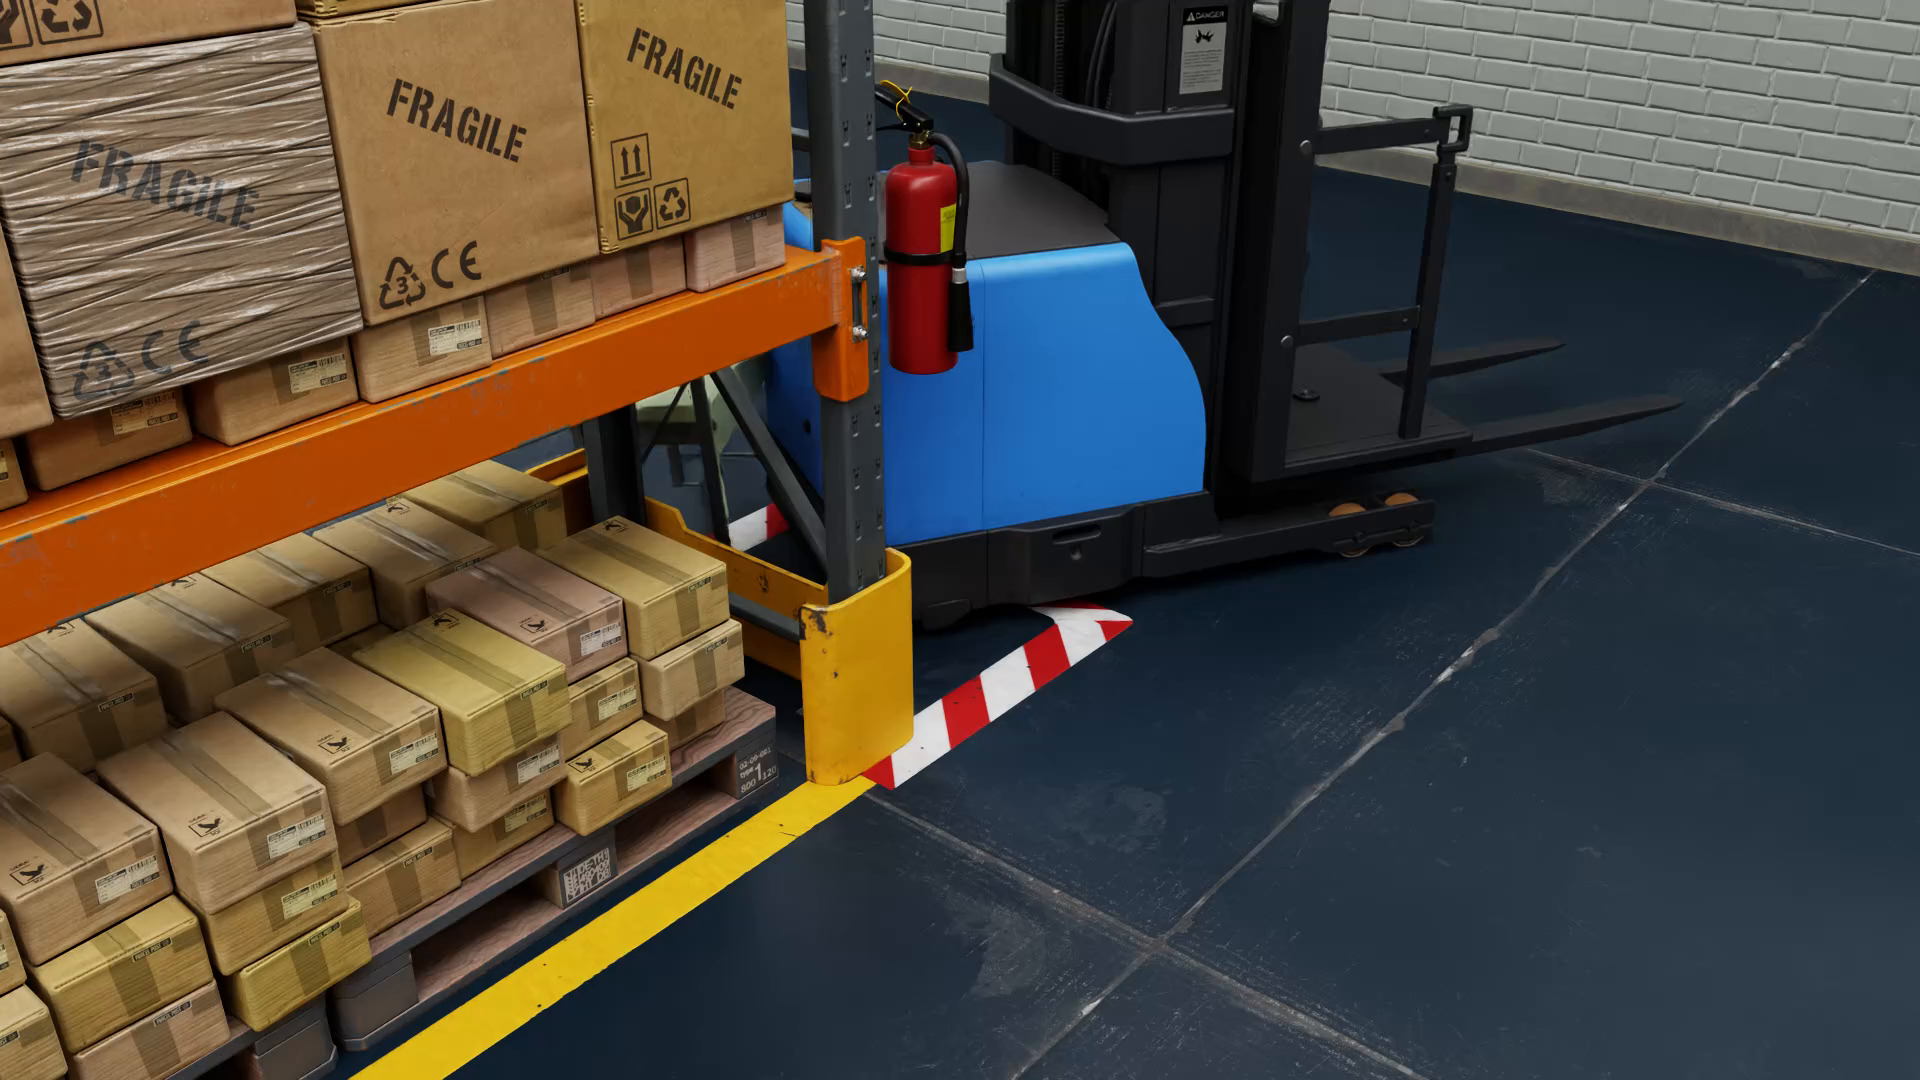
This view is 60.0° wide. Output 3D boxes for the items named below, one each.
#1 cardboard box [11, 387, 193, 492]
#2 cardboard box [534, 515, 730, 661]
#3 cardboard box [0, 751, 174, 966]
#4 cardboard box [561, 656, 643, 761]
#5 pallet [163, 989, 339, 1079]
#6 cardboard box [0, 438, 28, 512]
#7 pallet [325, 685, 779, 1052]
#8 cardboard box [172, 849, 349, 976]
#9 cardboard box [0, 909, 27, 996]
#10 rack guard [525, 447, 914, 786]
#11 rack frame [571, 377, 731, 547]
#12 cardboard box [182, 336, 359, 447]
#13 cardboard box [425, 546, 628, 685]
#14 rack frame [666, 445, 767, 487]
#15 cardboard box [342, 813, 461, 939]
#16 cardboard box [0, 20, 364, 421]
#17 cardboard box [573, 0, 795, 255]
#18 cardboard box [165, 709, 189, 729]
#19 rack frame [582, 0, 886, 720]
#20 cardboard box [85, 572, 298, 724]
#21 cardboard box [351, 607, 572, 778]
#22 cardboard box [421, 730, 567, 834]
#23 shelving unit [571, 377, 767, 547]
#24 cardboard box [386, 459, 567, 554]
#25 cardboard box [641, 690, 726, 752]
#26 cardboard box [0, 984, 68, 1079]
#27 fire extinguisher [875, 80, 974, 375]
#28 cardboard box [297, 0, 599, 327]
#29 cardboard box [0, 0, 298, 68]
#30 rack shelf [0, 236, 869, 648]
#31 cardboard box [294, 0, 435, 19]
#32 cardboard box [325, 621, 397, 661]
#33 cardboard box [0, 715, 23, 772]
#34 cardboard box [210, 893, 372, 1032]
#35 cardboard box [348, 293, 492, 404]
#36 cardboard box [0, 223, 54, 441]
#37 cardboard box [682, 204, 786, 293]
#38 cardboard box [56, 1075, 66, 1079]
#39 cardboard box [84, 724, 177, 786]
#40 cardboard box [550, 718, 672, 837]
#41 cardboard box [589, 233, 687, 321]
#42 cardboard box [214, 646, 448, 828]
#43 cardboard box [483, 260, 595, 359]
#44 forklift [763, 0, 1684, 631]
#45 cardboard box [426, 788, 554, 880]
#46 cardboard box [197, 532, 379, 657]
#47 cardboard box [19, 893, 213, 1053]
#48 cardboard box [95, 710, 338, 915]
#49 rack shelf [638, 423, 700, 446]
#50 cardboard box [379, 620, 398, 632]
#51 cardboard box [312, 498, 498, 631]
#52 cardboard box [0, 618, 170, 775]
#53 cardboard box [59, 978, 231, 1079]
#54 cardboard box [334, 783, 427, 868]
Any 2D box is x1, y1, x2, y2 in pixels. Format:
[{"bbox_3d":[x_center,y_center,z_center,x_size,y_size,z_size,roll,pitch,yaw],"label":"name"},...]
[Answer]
[{"bbox_3d":[-1.481,-0.234,2.710,0.380,0.149,0.250,19,33,32],"label":"cardboard box"},{"bbox_3d":[-0.746,0.103,3.785,0.380,0.149,0.250,21,34,35],"label":"cardboard box"},{"bbox_3d":[-1.611,0.550,2.920,0.380,0.149,0.250,19,33,33],"label":"cardboard box"},{"bbox_3d":[-0.928,0.321,3.687,0.380,0.149,0.250,20,33,33],"label":"cardboard box"},{"bbox_3d":[-1.973,0.999,3.088,1.003,0.211,1.213,21,34,34],"label":"pallet"},{"bbox_3d":[-1.637,-0.135,2.519,0.380,0.149,0.250,21,34,35],"label":"cardboard box"},{"bbox_3d":[-1.197,0.569,3.921,1.003,0.211,1.213,21,34,34],"label":"pallet"},{"bbox_3d":[-1.369,0.616,3.117,0.380,0.149,0.250,21,34,35],"label":"cardboard box"},{"bbox_3d":[-1.756,0.651,2.725,0.380,0.149,0.250,21,34,35],"label":"cardboard box"},{"bbox_3d":[-0.653,0.163,4.391,1.175,0.500,0.348,21,34,34],"label":"rack guard"},{"bbox_3d":[-0.905,-0.507,4.525,0.400,1.500,0.023,-1,28,8],"label":"rack frame"},{"bbox_3d":[-1.264,-0.312,2.862,0.380,0.149,0.250,19,33,32],"label":"cardboard box"},{"bbox_3d":[-0.950,0.175,3.645,0.380,0.149,0.250,22,34,35],"label":"cardboard box"},{"bbox_3d":[-0.814,-0.848,5.166,0.400,1.500,0.023,-1,28,8],"label":"rack frame"},{"bbox_3d":[-1.245,0.634,3.406,0.380,0.149,0.250,21,34,35],"label":"cardboard box"},{"bbox_3d":[-1.338,-0.553,2.621,0.500,0.500,0.500,21,34,35],"label":"cardboard box"},{"bbox_3d":[-0.692,-0.916,3.324,0.500,0.500,0.500,22,34,35],"label":"cardboard box"},{"bbox_3d":[-1.688,0.336,3.657,0.380,0.149,0.250,22,35,36],"label":"cardboard box"},{"bbox_3d":[-0.605,-0.974,3.869,1.000,3.000,0.127,21,34,34],"label":"rack frame"},{"bbox_3d":[-1.636,0.225,3.550,0.380,0.149,0.250,19,33,32],"label":"cardboard box"},{"bbox_3d":[-1.017,0.304,3.396,0.380,0.149,0.250,20,33,33],"label":"cardboard box"},{"bbox_3d":[-1.049,0.429,3.479,0.380,0.149,0.250,19,33,32],"label":"cardboard box"},{"bbox_3d":[-0.859,-0.677,4.846,0.431,1.500,0.755,-1,28,8],"label":"shelving unit"},{"bbox_3d":[-1.200,-0.072,4.124,0.380,0.149,0.250,19,33,32],"label":"cardboard box"},{"bbox_3d":[-0.778,0.353,3.949,0.380,0.149,0.250,21,34,35],"label":"cardboard box"},{"bbox_3d":[-1.700,0.807,2.747,0.380,0.149,0.250,21,34,35],"label":"cardboard box"},{"bbox_3d":[-0.088,-0.729,3.884,0.296,0.674,0.183,21,34,34],"label":"fire extinguisher"},{"bbox_3d":[-1.023,-0.735,2.974,0.500,0.500,0.500,20,33,34],"label":"cardboard box"},{"bbox_3d":[-1.350,-0.993,2.385,0.500,0.500,0.500,23,35,37],"label":"cardboard box"},{"bbox_3d":[-1.877,0.054,2.663,1.077,0.370,4.000,21,34,34],"label":"rack shelf"},{"bbox_3d":[-1.026,-1.180,2.746,0.500,0.500,0.500,19,33,33],"label":"cardboard box"},{"bbox_3d":[-1.441,0.277,3.771,0.380,0.149,0.250,21,34,35],"label":"cardboard box"},{"bbox_3d":[-2.022,0.400,3.210,0.380,0.149,0.250,21,34,35],"label":"cardboard box"},{"bbox_3d":[-1.359,0.742,3.196,0.380,0.149,0.250,19,33,32],"label":"cardboard box"},{"bbox_3d":[-1.073,-0.397,3.026,0.380,0.149,0.250,22,34,36],"label":"cardboard box"},{"bbox_3d":[-1.664,-0.379,2.285,0.500,0.500,0.500,23,35,37],"label":"cardboard box"},{"bbox_3d":[-0.594,-0.665,3.543,0.380,0.149,0.250,21,34,34],"label":"cardboard box"},{"bbox_3d":[-1.767,0.901,2.889,0.380,0.149,0.250,22,34,36],"label":"cardboard box"},{"bbox_3d":[-1.783,0.458,3.421,0.380,0.149,0.250,19,33,32],"label":"cardboard box"},{"bbox_3d":[-0.864,0.474,3.715,0.380,0.149,0.250,22,35,36],"label":"cardboard box"},{"bbox_3d":[-0.781,-0.587,3.394,0.380,0.149,0.250,21,34,34],"label":"cardboard box"},{"bbox_3d":[-1.230,0.377,3.254,0.380,0.149,0.250,19,33,32],"label":"cardboard box"},{"bbox_3d":[-0.929,-0.494,3.214,0.380,0.149,0.250,20,34,34],"label":"cardboard box"},{"bbox_3d":[0.942,-1.434,4.902,3.031,2.867,1.129,-10,29,-19],"label":"forklift"},{"bbox_3d":[-1.098,0.542,3.583,0.380,0.149,0.250,21,34,34],"label":"cardboard box"},{"bbox_3d":[-1.542,0.112,3.766,0.380,0.149,0.250,21,34,34],"label":"cardboard box"},{"bbox_3d":[-1.546,0.701,2.952,0.380,0.149,0.250,23,35,37],"label":"cardboard box"},{"bbox_3d":[-1.358,0.489,3.038,0.380,0.149,0.250,22,35,36],"label":"cardboard box"},{"bbox_3d":[-0.839,-0.452,4.962,0.332,0.071,0.664,-1,28,8],"label":"rack shelf"},{"bbox_3d":[-1.354,0.165,3.989,0.380,0.149,0.250,21,34,34],"label":"cardboard box"},{"bbox_3d":[-1.283,0.061,3.867,0.380,0.149,0.250,21,34,35],"label":"cardboard box"},{"bbox_3d":[-1.819,0.320,3.365,0.380,0.149,0.250,22,35,36],"label":"cardboard box"},{"bbox_3d":[-1.549,0.833,3.020,0.380,0.149,0.250,22,34,35],"label":"cardboard box"},{"bbox_3d":[-1.300,0.494,3.353,0.380,0.149,0.250,20,34,34],"label":"cardboard box"}]
